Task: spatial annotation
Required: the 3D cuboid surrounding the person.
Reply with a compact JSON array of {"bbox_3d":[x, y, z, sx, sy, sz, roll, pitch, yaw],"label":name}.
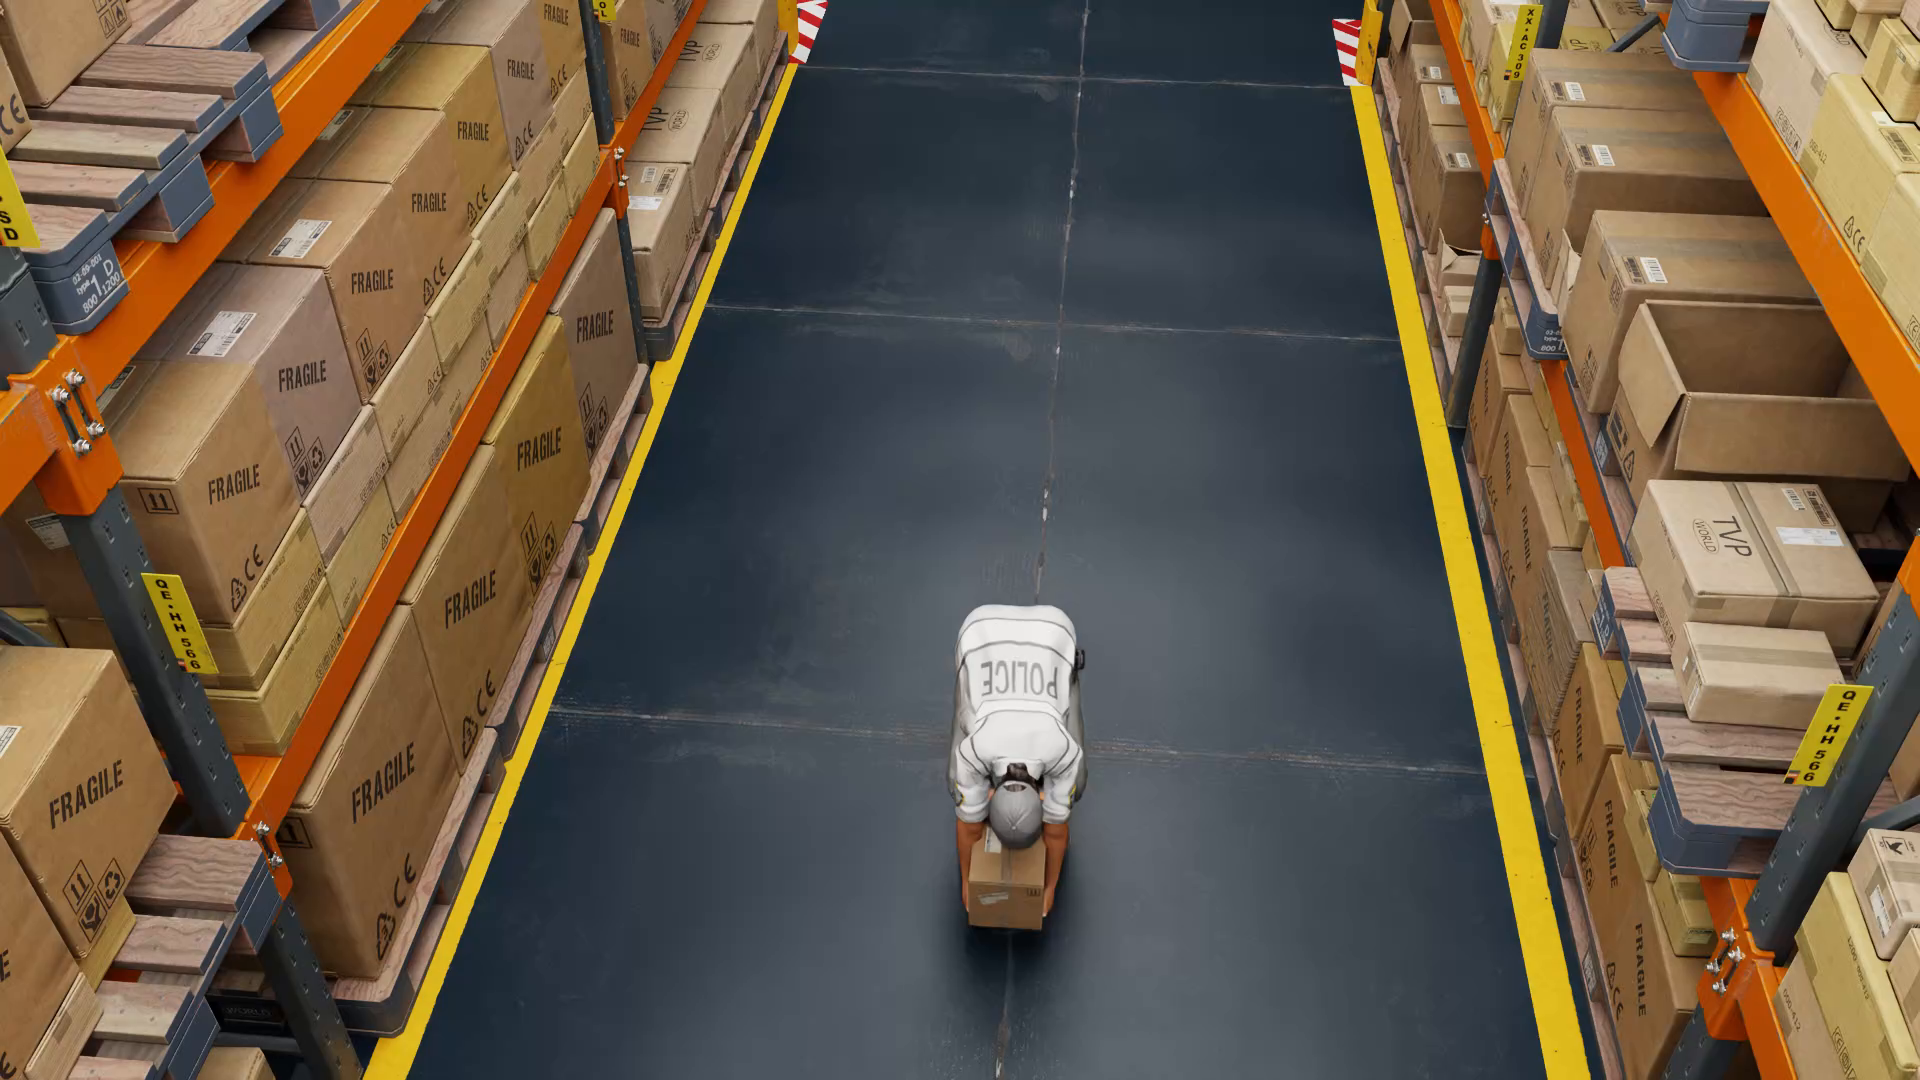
[{"bbox_3d":[0.196,0.806,5.729,0.495,0.990,0.946,1,40,2],"label":"person"}]
